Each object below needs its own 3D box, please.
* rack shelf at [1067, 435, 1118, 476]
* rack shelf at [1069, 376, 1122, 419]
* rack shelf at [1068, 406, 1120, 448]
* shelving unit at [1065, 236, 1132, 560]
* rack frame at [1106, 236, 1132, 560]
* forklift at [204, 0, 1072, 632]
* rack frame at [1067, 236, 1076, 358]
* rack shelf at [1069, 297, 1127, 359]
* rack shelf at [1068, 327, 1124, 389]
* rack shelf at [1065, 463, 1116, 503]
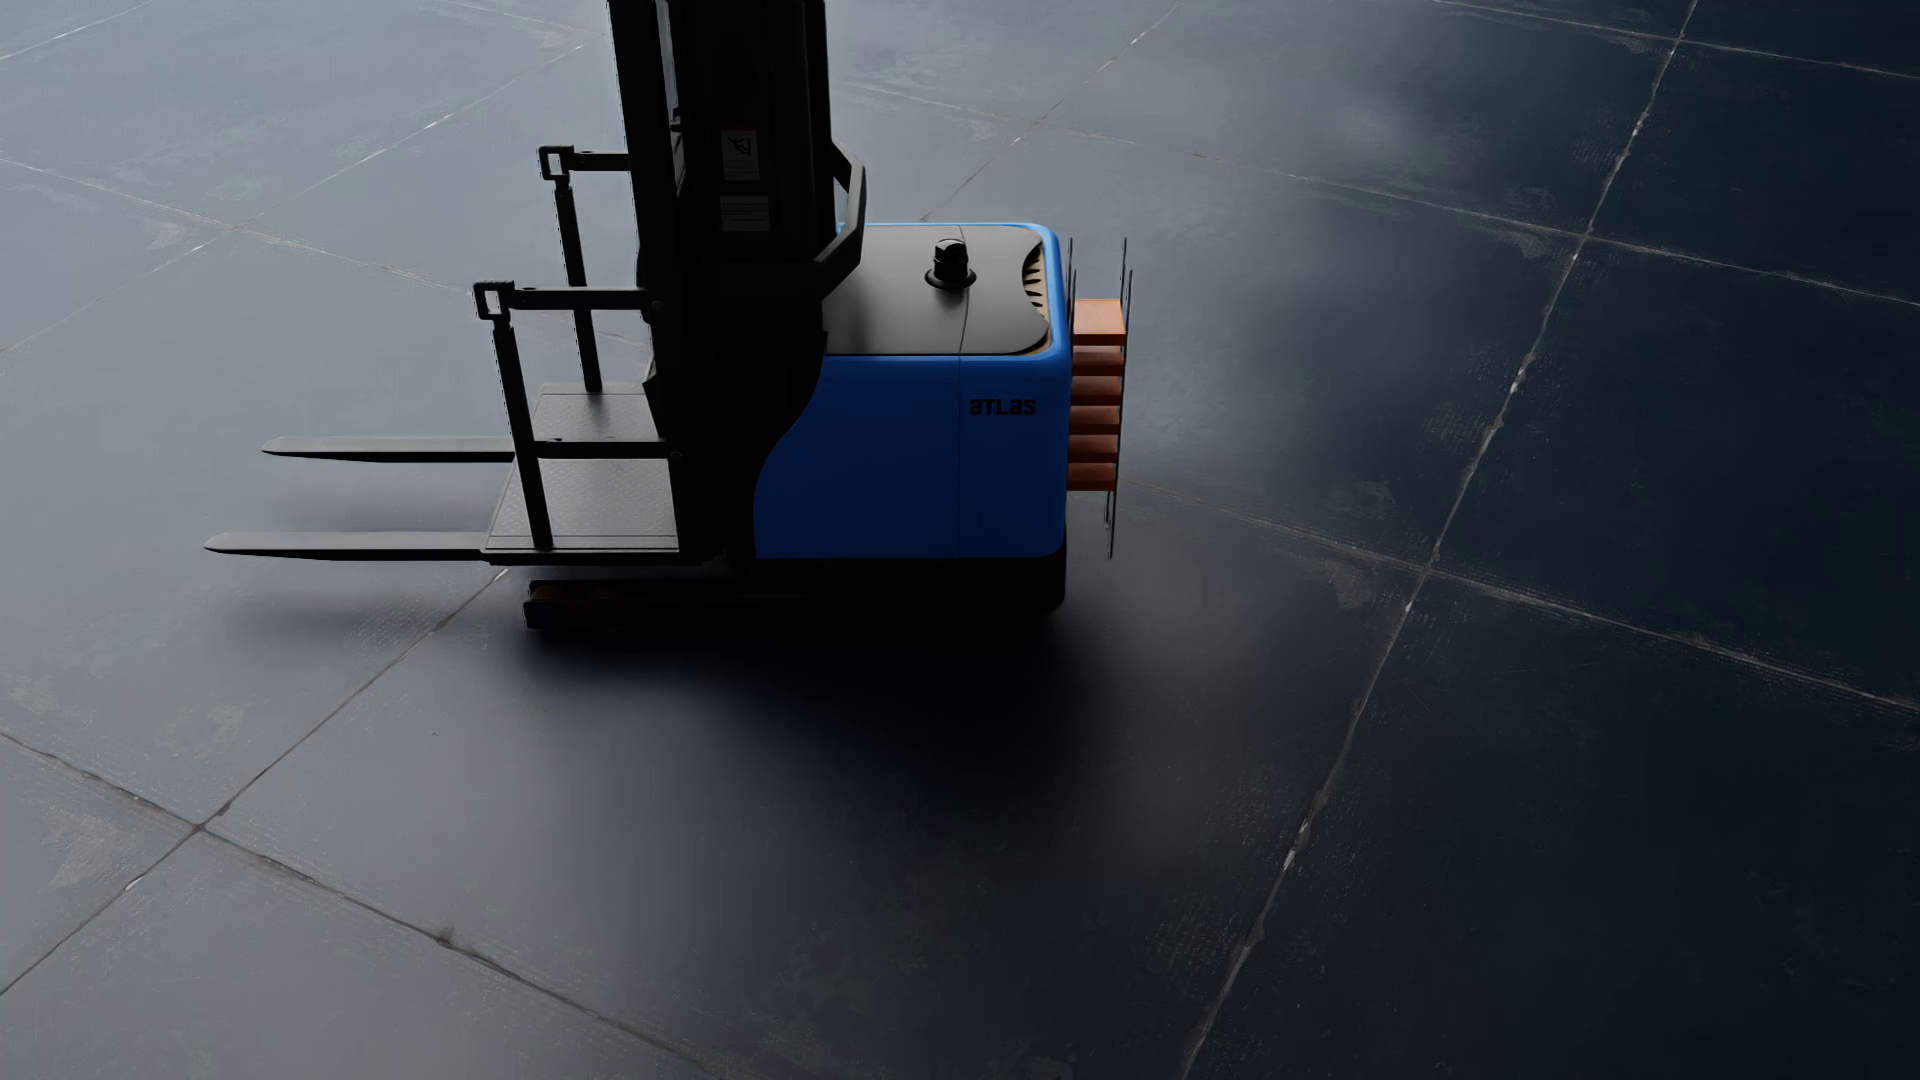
[{"bbox_3d":[0.468,-0.345,5.983,0.180,0.103,0.258,0,37,0],"label":"rack shelf"},{"bbox_3d":[0.468,-0.536,5.838,0.180,0.103,0.258,0,37,0],"label":"rack shelf"},{"bbox_3d":[0.468,-0.440,5.911,0.180,0.103,0.258,0,37,0],"label":"rack shelf"},{"bbox_3d":[0.468,-0.476,5.884,0.189,1.200,0.258,0,37,0],"label":"shelving unit"},{"bbox_3d":[0.559,-0.476,5.884,0.006,1.200,0.240,0,37,0],"label":"rack frame"},{"bbox_3d":[-1.147,-1.166,5.362,3.031,2.935,1.130,0,37,0],"label":"forklift"},{"bbox_3d":[0.376,-0.475,5.884,0.006,1.200,0.240,0,37,0],"label":"rack frame"},{"bbox_3d":[0.468,-0.727,5.693,0.180,0.103,0.258,0,37,0],"label":"rack shelf"},{"bbox_3d":[0.468,-0.631,5.766,0.180,0.103,0.258,0,37,0],"label":"rack shelf"},{"bbox_3d":[0.468,-0.249,6.056,0.180,0.103,0.258,0,37,0],"label":"rack shelf"}]
